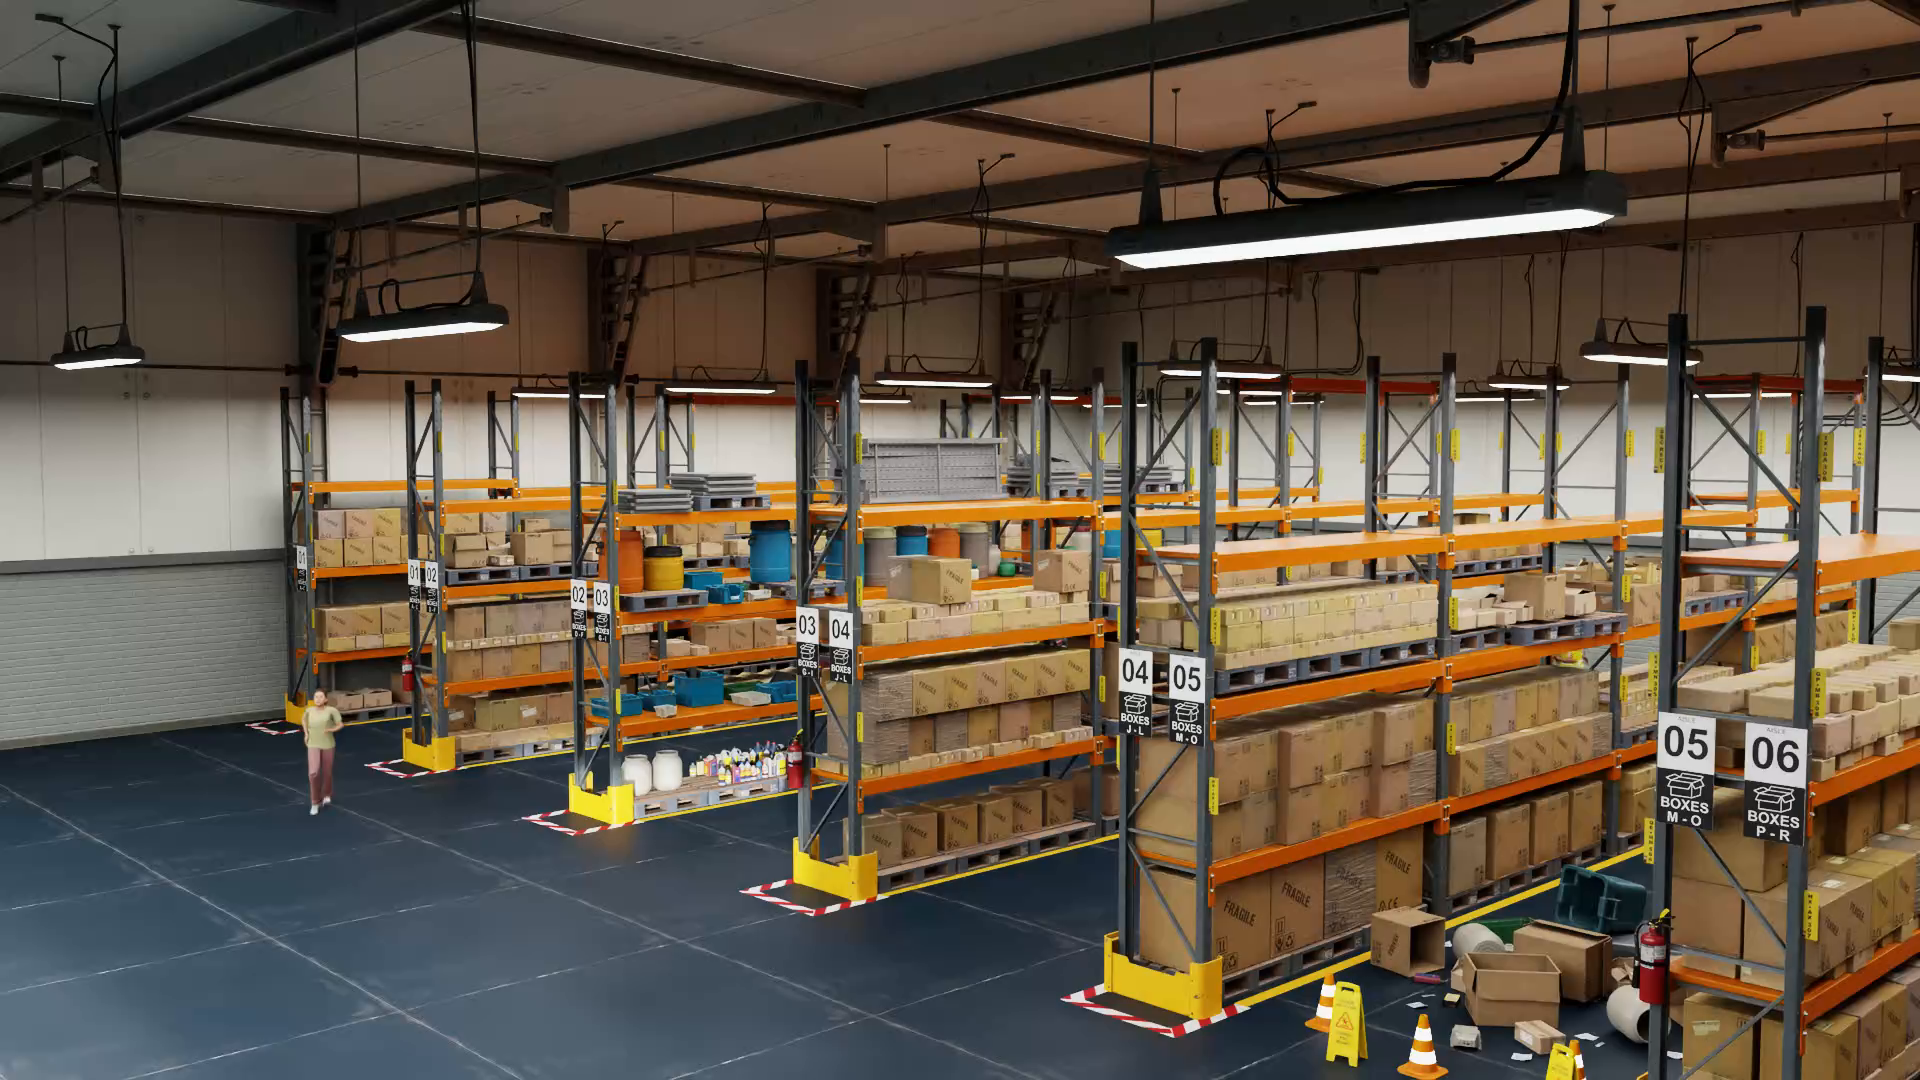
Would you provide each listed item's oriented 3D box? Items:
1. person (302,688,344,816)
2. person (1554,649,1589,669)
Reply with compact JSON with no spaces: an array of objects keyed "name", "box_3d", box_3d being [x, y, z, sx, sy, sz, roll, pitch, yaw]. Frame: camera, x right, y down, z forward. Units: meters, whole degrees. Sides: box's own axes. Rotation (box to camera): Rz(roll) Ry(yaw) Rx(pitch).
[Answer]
[{"name":"person","box_3d":[-8.744,2.880,22.834,0.562,1.725,0.744,-1,4,-16]},{"name":"person","box_3d":[11.126,2.377,30.369,0.741,1.758,0.866,-1,4,-16]}]
